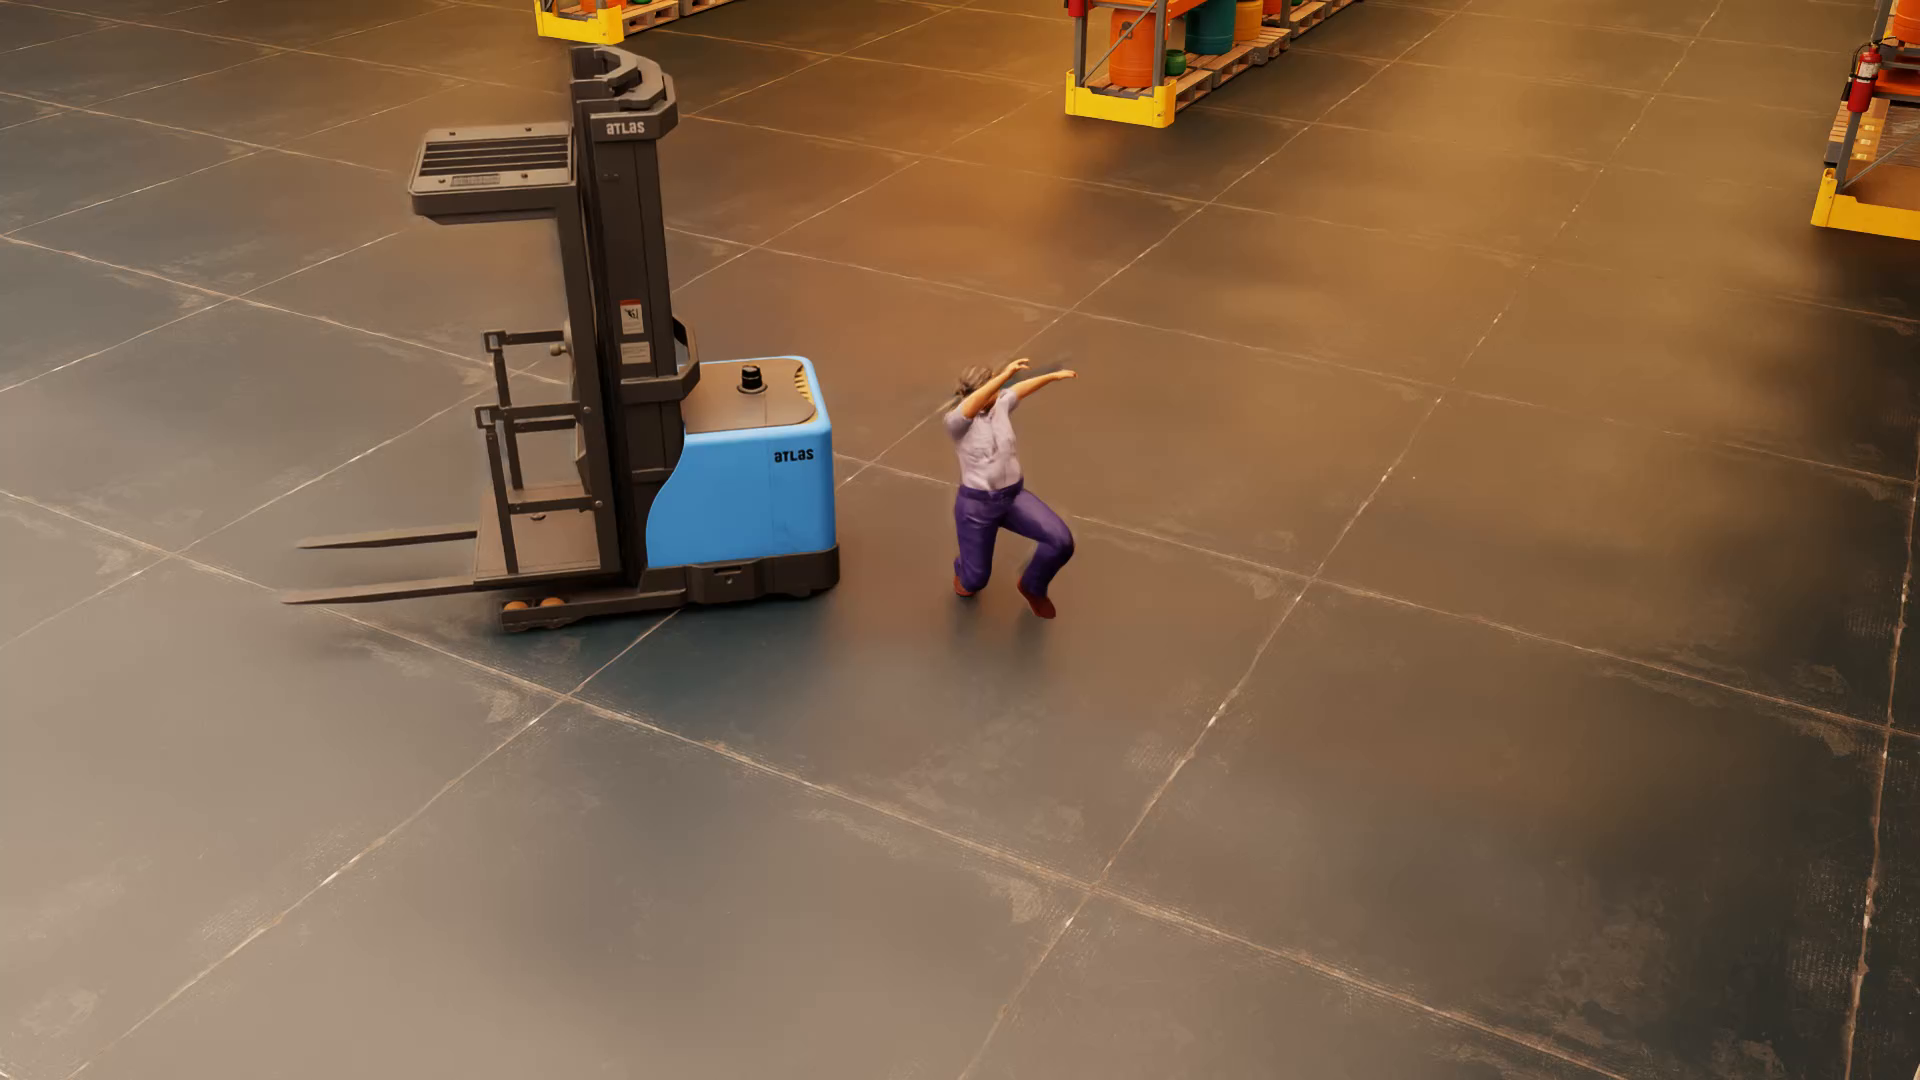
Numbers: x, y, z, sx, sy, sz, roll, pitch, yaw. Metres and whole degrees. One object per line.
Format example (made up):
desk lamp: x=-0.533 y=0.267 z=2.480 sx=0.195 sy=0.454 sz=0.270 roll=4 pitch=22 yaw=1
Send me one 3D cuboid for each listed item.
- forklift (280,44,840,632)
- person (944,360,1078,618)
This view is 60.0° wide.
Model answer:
forklift: x=-2.252 y=-1.051 z=8.892 sx=3.031 sy=2.935 sz=1.130 roll=-6 pitch=30 yaw=-10
person: x=0.427 y=-0.335 z=9.145 sx=1.021 sy=1.509 sz=0.815 roll=-20 pitch=35 yaw=-30
